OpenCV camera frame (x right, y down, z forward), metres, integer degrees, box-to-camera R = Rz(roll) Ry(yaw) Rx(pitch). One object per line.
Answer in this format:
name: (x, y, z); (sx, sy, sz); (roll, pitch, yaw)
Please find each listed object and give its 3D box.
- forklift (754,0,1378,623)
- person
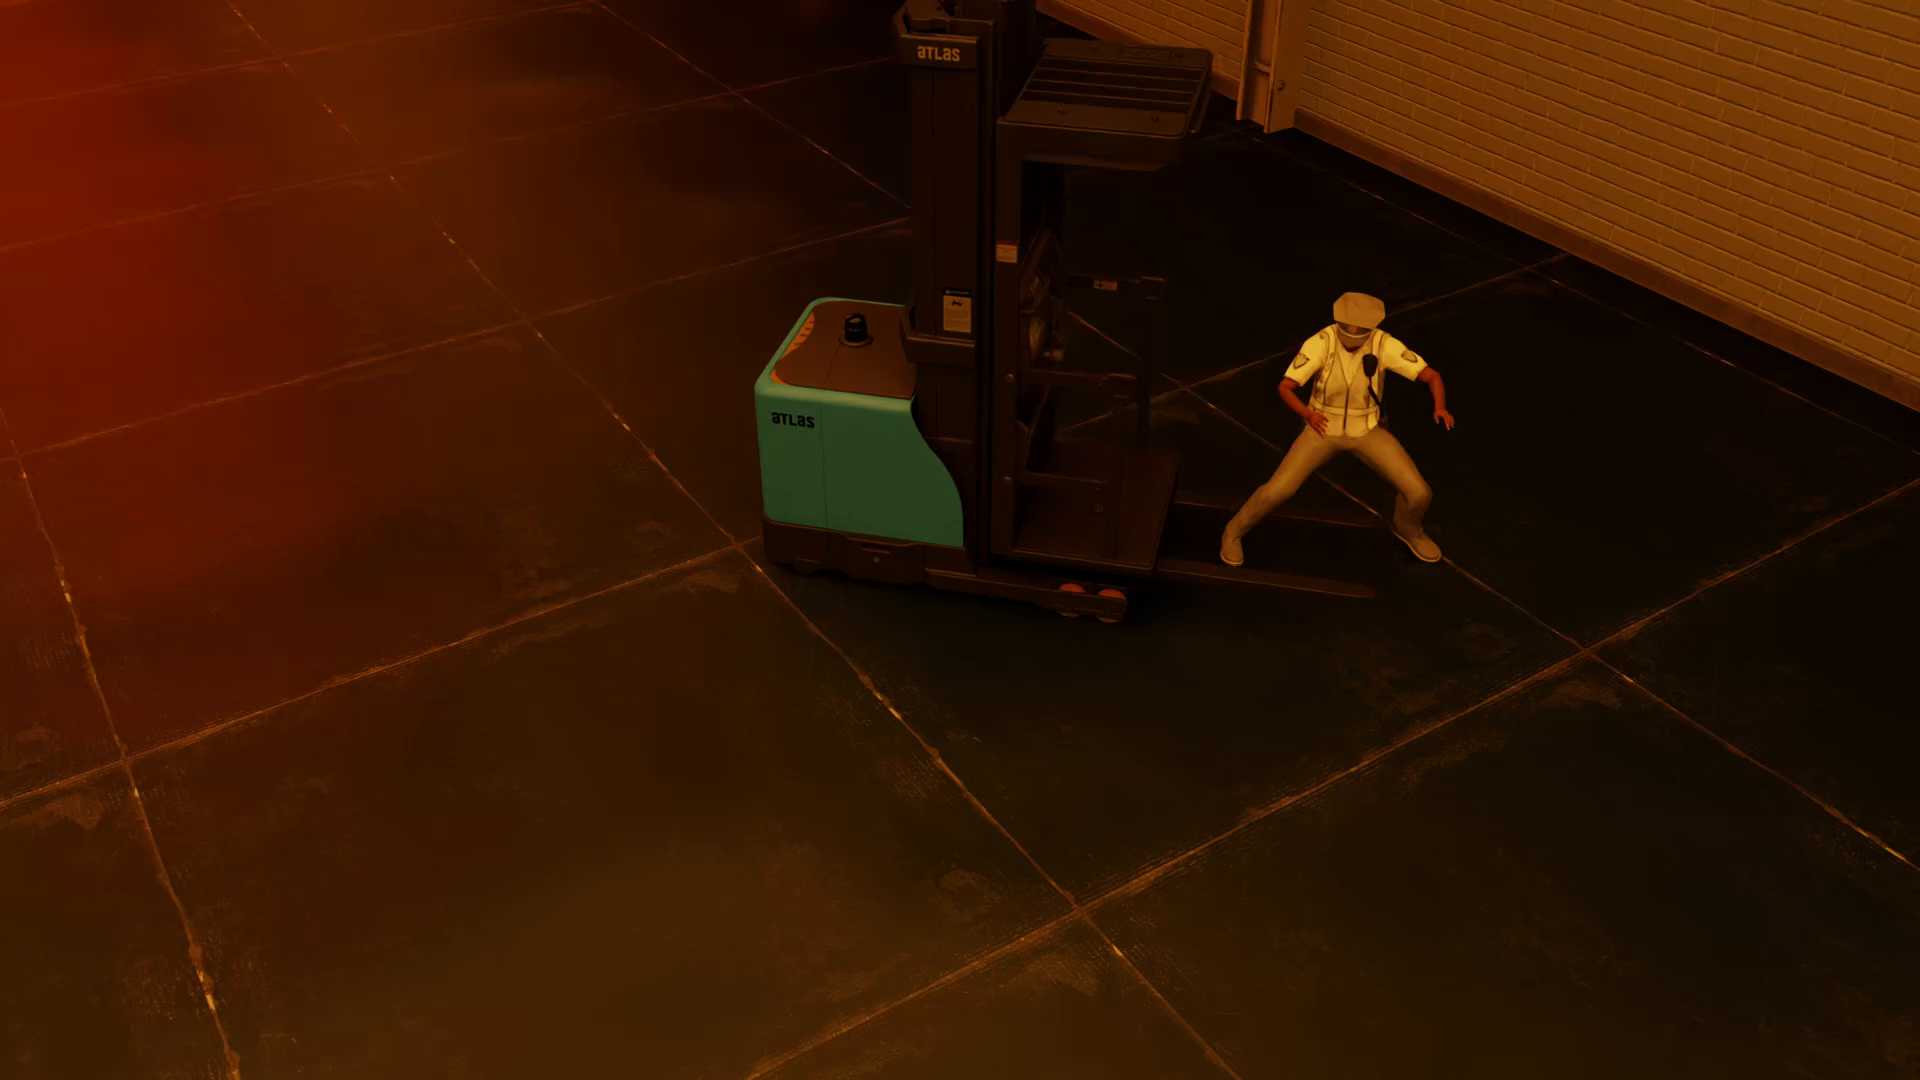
forklift: (0.574, -1.132, 7.758); (3.031, 2.935, 1.130); (8, 36, 11)
person: (1.903, -0.503, 8.150); (1.104, 1.421, 0.671); (8, 36, 11)
